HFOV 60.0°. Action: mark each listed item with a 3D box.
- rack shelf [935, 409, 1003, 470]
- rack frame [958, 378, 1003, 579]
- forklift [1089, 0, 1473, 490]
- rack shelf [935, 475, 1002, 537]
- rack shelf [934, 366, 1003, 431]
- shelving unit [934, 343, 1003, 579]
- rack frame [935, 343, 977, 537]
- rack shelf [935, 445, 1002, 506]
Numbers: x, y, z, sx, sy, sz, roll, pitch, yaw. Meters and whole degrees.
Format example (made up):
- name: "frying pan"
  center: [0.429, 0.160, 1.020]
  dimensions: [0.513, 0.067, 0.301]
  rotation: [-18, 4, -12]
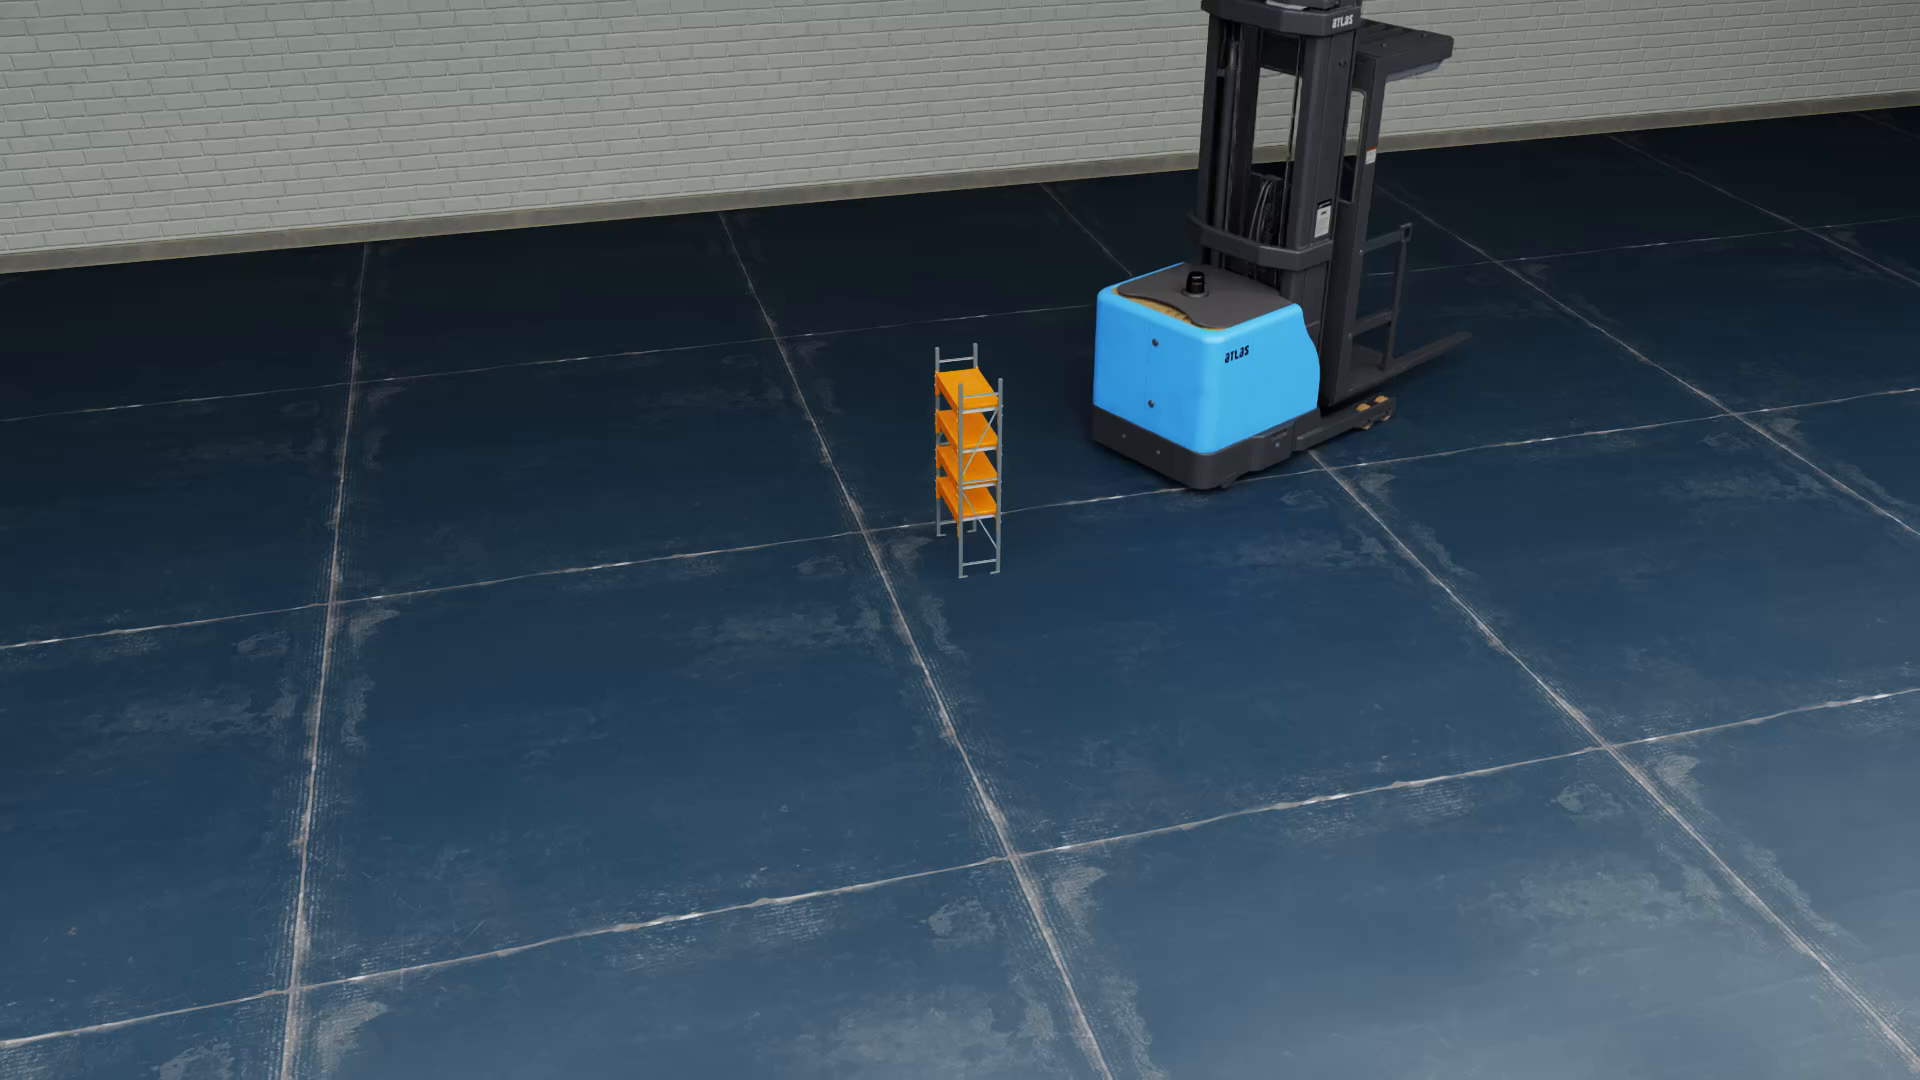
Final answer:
- name: "rack shelf"
  center: [0.044, -0.575, 9.233]
  dimensions: [0.258, 0.148, 0.480]
  rotation: [-8, 31, -13]
- name: "rack frame"
  center: [0.109, -0.321, 9.108]
  dimensions: [0.240, 1.200, 0.015]
  rotation: [-8, 31, -13]
- name: "forklift"
  center: [2.285, -2.181, 10.593]
  dimensions: [3.031, 2.935, 1.130]
  rotation: [-23, 37, -34]
- name: "rack shelf"
  center: [0.044, -0.209, 9.444]
  dimensions: [0.258, 0.148, 0.480]
  rotation: [-8, 31, -13]
- name: "rack shelf"
  center: [0.044, -0.779, 9.114]
  dimensions: [0.258, 0.148, 0.480]
  rotation: [-8, 31, -13]
- name: "shelving unit"
  center: [0.044, -0.439, 9.311]
  dimensions: [0.258, 1.200, 0.503]
  rotation: [-8, 31, -13]
- name: "rack frame"
  center: [-0.021, -0.557, 9.515]
  dimensions: [0.240, 1.200, 0.015]
  rotation: [-8, 31, -13]
- name: "rack shelf"
  center: [0.044, -0.381, 9.345]
  dimensions: [0.258, 0.148, 0.480]
  rotation: [-8, 31, -13]
